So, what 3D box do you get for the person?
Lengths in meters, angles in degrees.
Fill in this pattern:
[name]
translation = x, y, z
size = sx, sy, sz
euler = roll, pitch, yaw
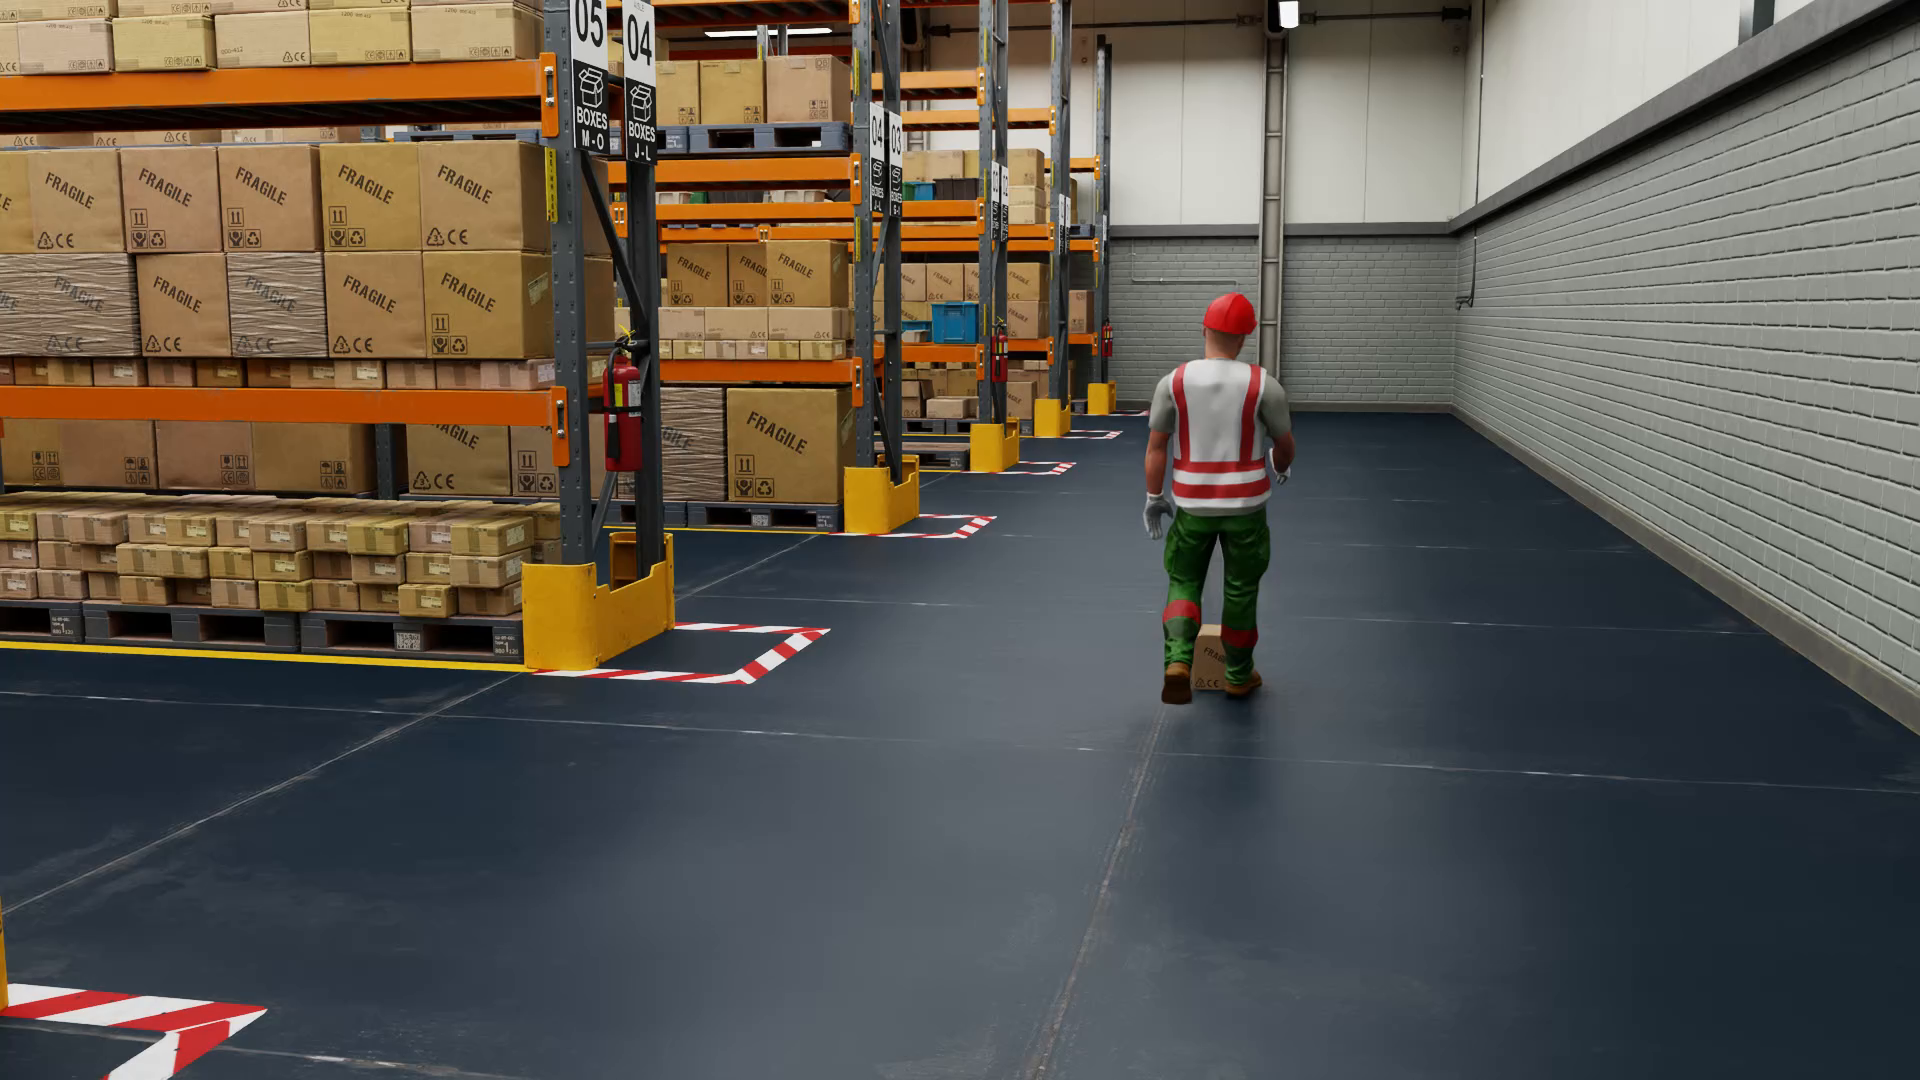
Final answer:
[person]
translation = 1.099, -0.167, 7.011
size = 0.619, 1.733, 0.848
euler = 2, 8, 17
